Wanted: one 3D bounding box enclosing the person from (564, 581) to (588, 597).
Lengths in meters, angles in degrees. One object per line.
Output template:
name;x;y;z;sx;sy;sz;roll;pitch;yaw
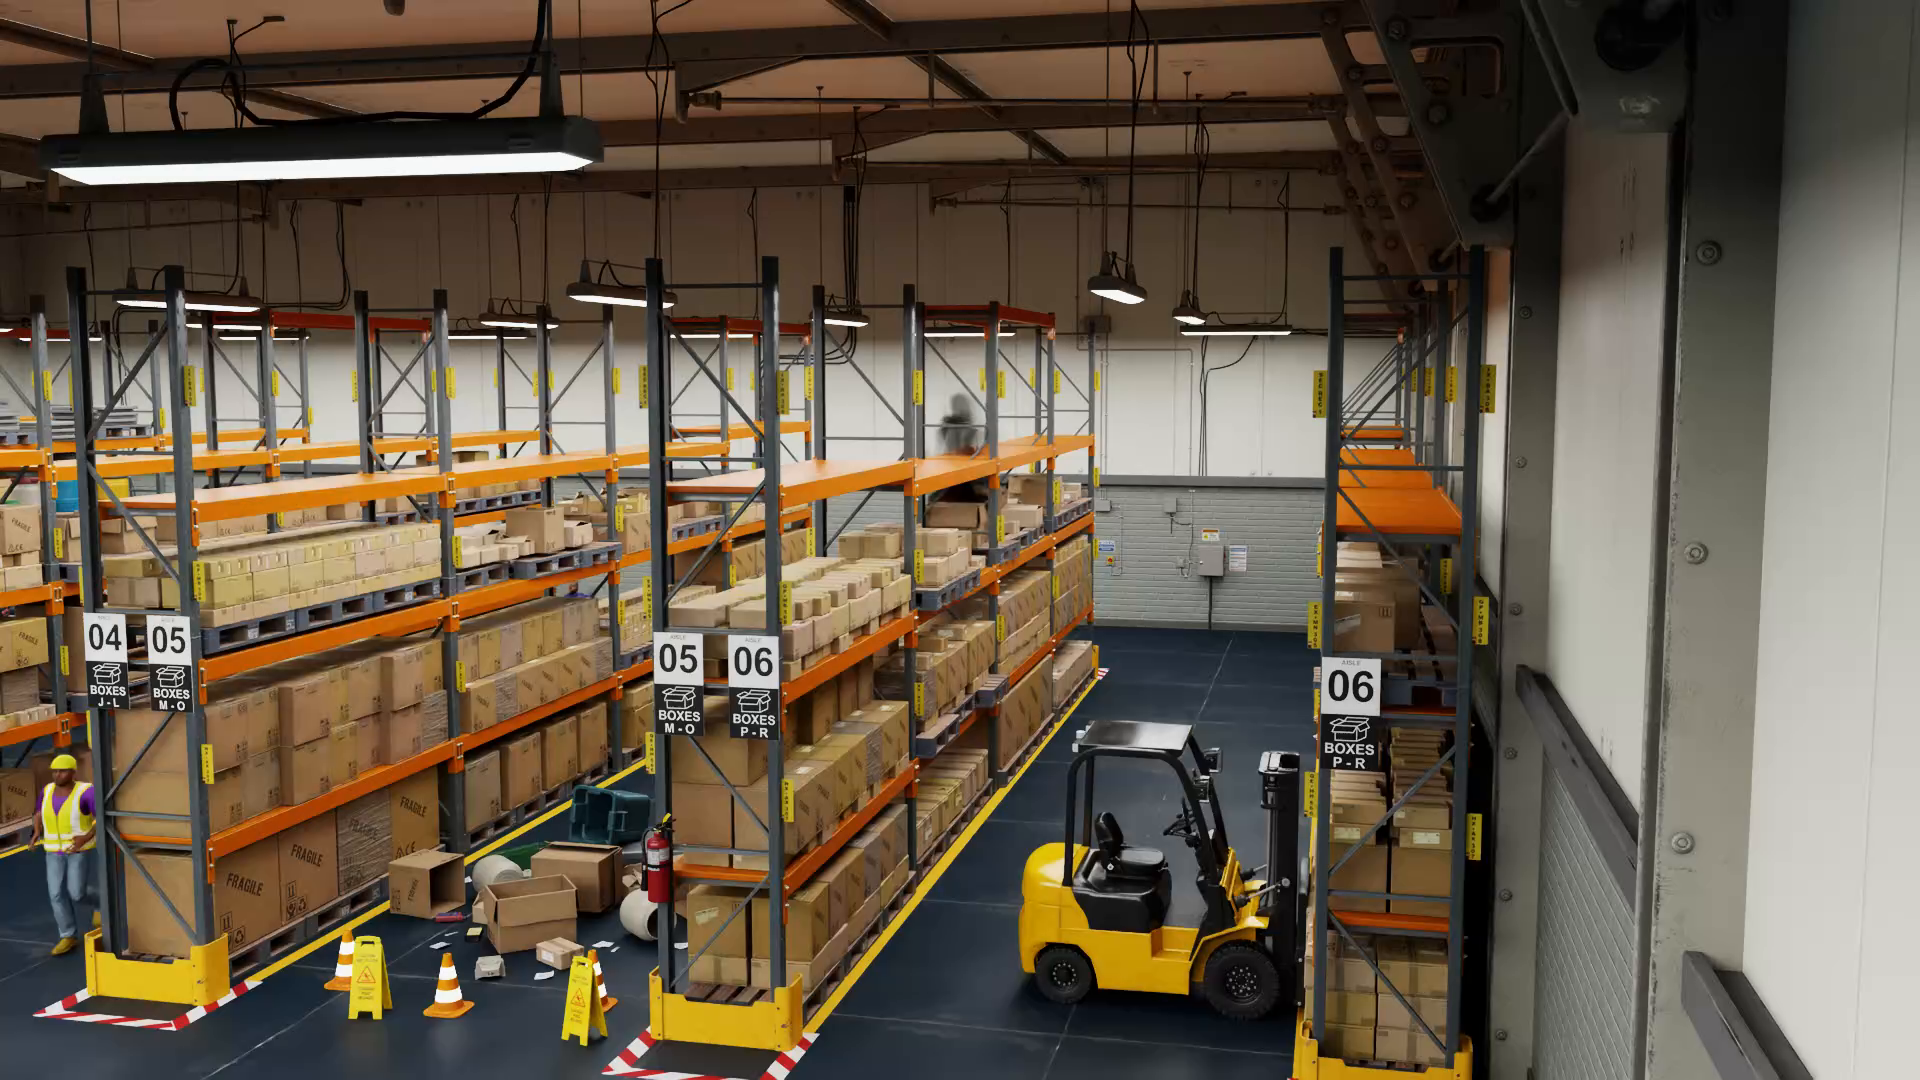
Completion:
person;-6.590;1.494;28.521;0.589;1.620;0.542;1;6;12

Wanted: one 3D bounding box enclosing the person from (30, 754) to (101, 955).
person;-8.023;2.782;15.002;0.711;1.749;0.698;0;6;1
